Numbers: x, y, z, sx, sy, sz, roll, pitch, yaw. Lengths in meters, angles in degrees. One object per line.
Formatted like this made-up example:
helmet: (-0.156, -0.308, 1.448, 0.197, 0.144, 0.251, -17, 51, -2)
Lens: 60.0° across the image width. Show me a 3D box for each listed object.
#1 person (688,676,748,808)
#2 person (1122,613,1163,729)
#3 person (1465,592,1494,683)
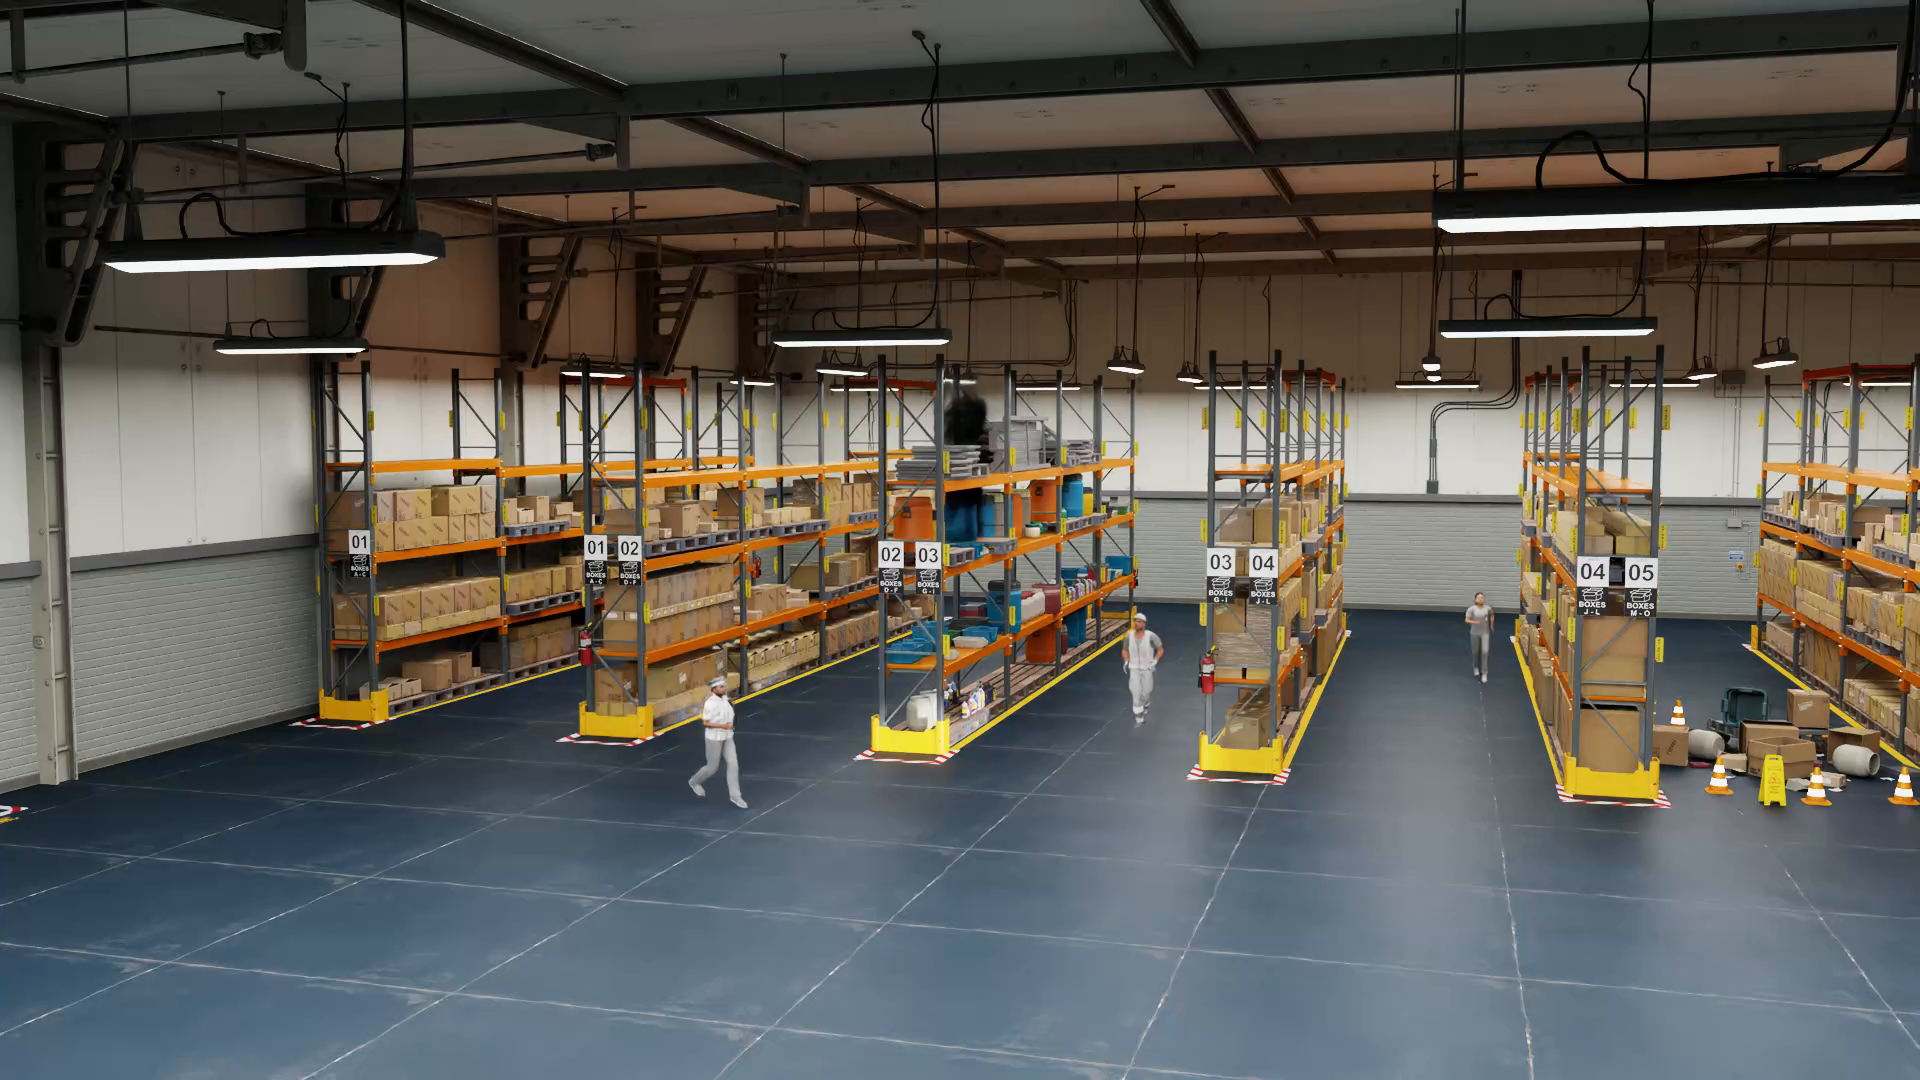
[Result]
person: (-3.155, 2.607, 21.667, 0.924, 1.708, 0.579, 3, 5, 34)
person: (2.791, 2.010, 25.606, 0.651, 1.768, 0.573, 1, 4, 17)
person: (10.045, 1.848, 32.140, 0.552, 1.693, 0.920, 1, 4, 13)
